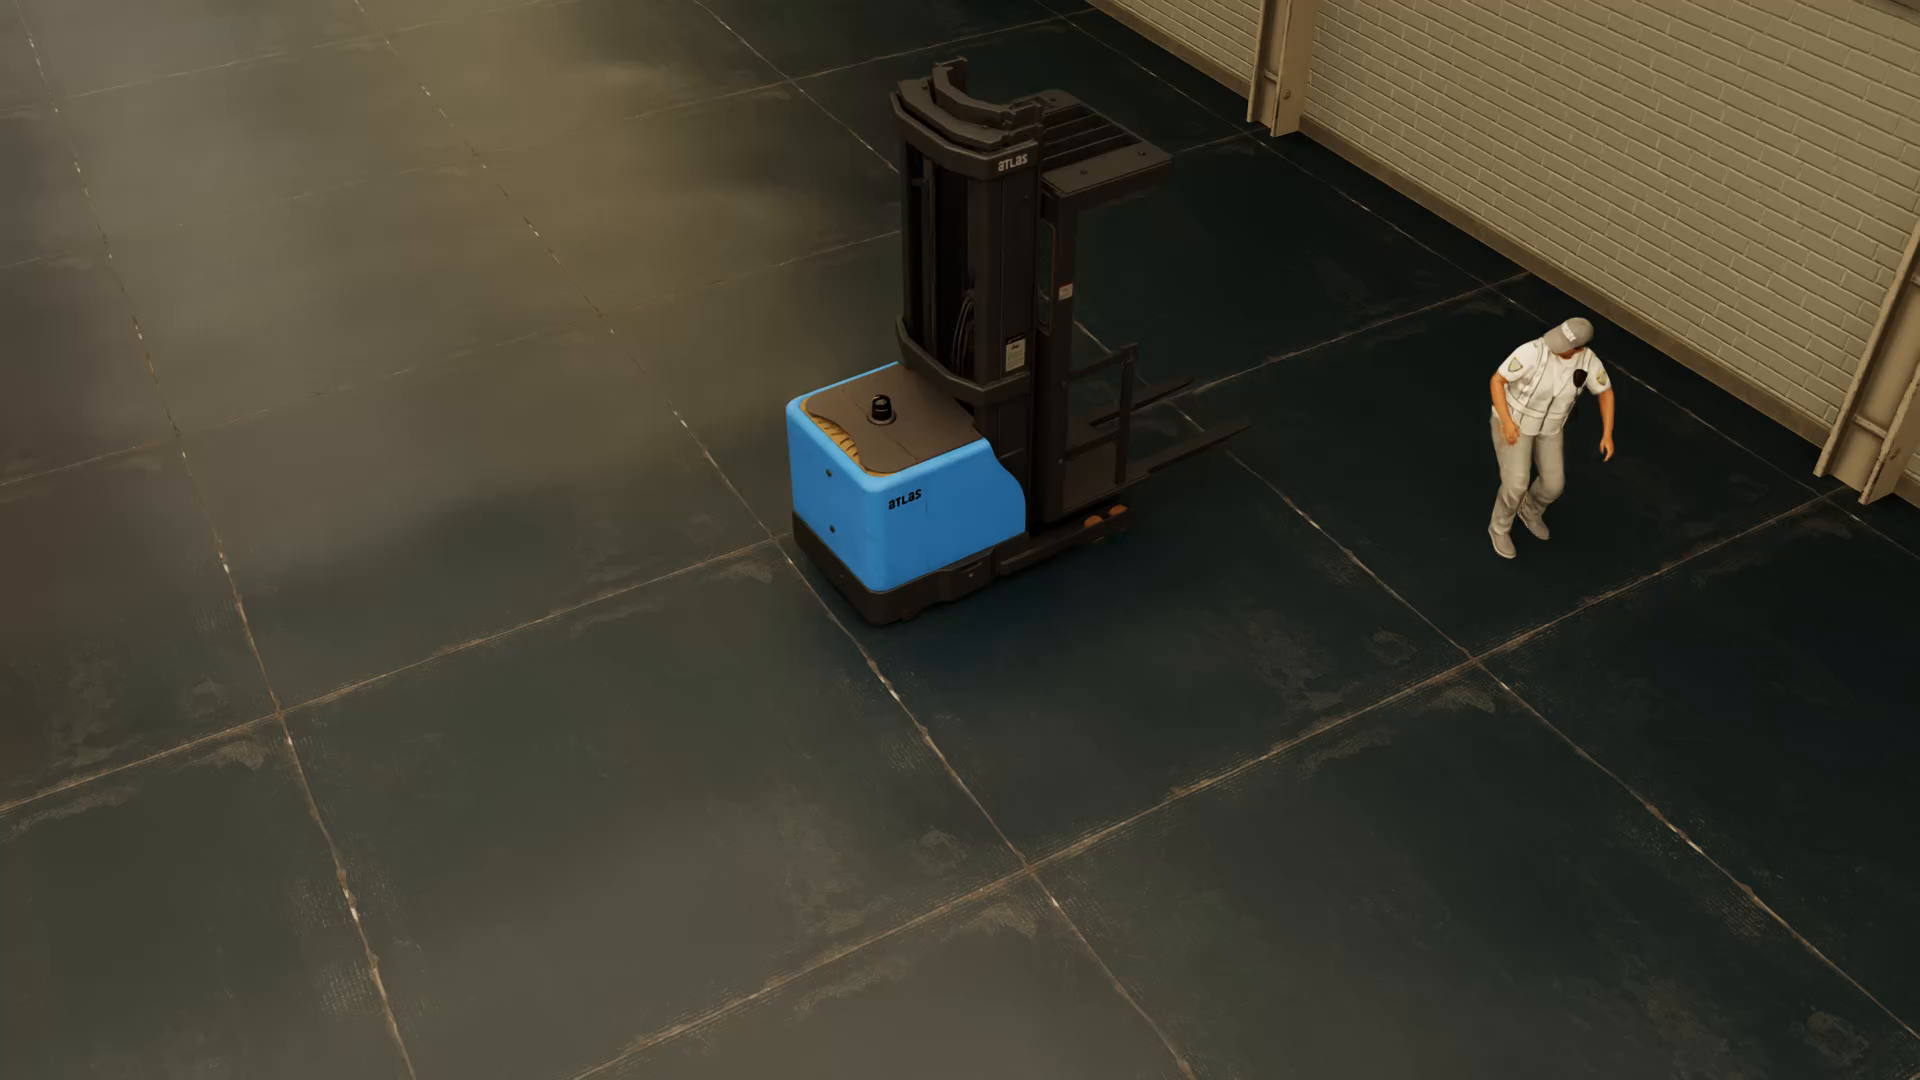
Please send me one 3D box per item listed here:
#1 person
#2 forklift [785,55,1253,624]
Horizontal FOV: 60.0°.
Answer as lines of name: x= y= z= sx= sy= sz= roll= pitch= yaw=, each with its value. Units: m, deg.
person: x=3.472 y=-0.625 z=9.865 sx=0.719 sy=1.620 sz=0.589 roll=-4 pitch=40 yaw=-5
forklift: x=0.483 y=-1.372 z=9.690 sx=3.031 sy=2.935 sz=1.130 roll=-23 pitch=45 yaw=-25
